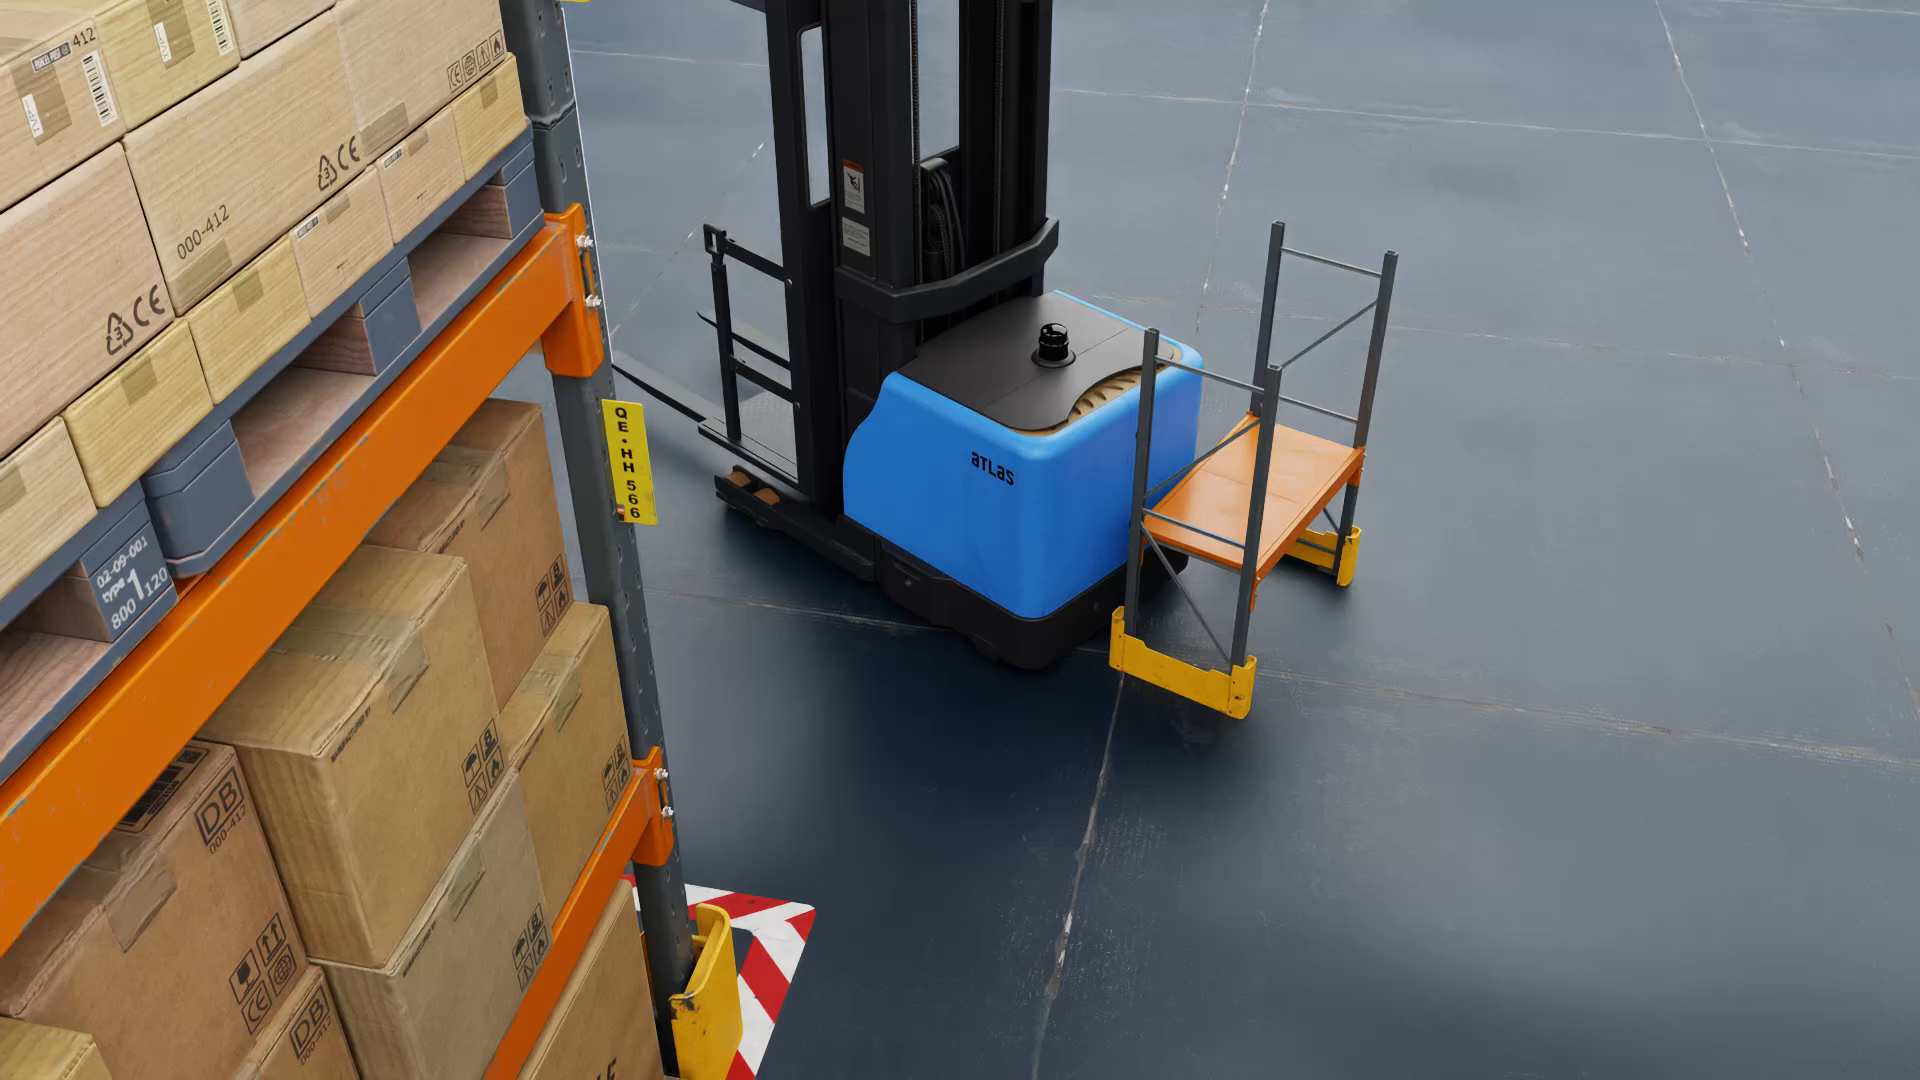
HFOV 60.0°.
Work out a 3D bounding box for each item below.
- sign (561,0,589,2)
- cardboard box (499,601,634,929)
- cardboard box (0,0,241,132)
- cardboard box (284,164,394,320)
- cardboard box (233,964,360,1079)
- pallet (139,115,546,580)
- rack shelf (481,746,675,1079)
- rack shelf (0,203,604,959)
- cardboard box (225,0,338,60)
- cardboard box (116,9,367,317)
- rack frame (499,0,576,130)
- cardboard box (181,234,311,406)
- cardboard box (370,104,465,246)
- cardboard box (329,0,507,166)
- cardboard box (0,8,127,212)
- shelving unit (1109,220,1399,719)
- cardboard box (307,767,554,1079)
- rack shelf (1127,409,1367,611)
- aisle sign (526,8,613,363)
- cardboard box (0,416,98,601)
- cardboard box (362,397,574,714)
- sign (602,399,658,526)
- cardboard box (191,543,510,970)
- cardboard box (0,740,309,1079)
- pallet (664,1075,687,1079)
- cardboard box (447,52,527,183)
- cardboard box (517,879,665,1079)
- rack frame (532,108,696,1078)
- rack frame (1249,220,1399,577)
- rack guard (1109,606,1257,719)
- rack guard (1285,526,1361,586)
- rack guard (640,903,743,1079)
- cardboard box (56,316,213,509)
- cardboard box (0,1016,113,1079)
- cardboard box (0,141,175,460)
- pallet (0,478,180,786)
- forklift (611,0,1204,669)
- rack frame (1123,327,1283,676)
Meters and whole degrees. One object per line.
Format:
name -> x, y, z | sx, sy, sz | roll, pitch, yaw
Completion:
sign -> -0.745, -1.148, 3.034 | 0.100, 0.325, 0.005 | 7, 37, 10
cardboard box -> -1.307, 0.475, 3.911 | 0.875, 0.550, 0.550 | 7, 37, 10
cardboard box -> -1.176, -0.655, 2.133 | 0.380, 0.149, 0.250 | 8, 37, 11
cardboard box -> -1.121, -0.481, 2.573 | 0.380, 0.149, 0.250 | 8, 37, 11
cardboard box -> -1.646, 1.099, 3.050 | 0.875, 0.550, 0.550 | 7, 37, 10
pallet -> -1.421, -0.435, 2.813 | 1.003, 0.211, 1.213 | 7, 37, 10
rack shelf -> -1.699, 1.755, 2.885 | 1.077, 0.370, 4.000 | 7, 37, 10
rack shelf -> -1.699, 0.541, 2.005 | 1.077, 0.370, 4.000 | 7, 37, 10
cardboard box -> -1.122, -0.803, 2.338 | 0.380, 0.149, 0.250 | 8, 37, 11
cardboard box -> -1.211, -0.565, 2.349 | 0.500, 0.250, 0.500 | 7, 37, 10
rack frame -> -1.272, -2.112, 2.495 | 1.000, 3.000, 0.127 | 7, 37, 10
cardboard box -> -1.176, -0.336, 2.373 | 0.380, 0.149, 0.250 | 8, 37, 10
cardboard box -> -1.067, -0.628, 2.776 | 0.380, 0.149, 0.250 | 8, 37, 10
cardboard box -> -1.104, -0.852, 2.744 | 0.500, 0.250, 0.500 | 8, 37, 11
cardboard box -> -1.231, -0.512, 1.935 | 0.380, 0.149, 0.250 | 7, 37, 10
shelving unit -> 1.124, -0.281, 6.360 | 0.587, 1.500, 1.083 | 21, 41, 27
cardboard box -> -1.403, 0.793, 3.472 | 0.875, 0.550, 0.550 | 7, 37, 10
rack shelf -> 1.129, -0.140, 6.471 | 0.538, 0.185, 1.000 | 21, 41, 27
aisle sign -> -0.964, -0.738, 3.497 | 0.394, 0.787, 0.004 | 7, 37, 10
cardboard box -> -1.284, -0.044, 1.970 | 0.380, 0.149, 0.250 | 8, 37, 10
cardboard box -> -1.389, 0.027, 3.608 | 0.875, 0.550, 0.550 | 7, 37, 10
sign -> -0.745, -0.171, 3.742 | 0.100, 0.325, 0.005 | 7, 37, 10
cardboard box -> -1.417, 0.354, 3.157 | 0.875, 0.550, 0.550 | 7, 37, 10
cardboard box -> -1.669, 0.658, 2.738 | 0.875, 0.550, 0.550 | 7, 37, 10
pallet -> -1.367, 1.915, 4.428 | 1.003, 0.211, 1.213 | 7, 37, 10
cardboard box -> -1.012, -0.773, 2.975 | 0.380, 0.149, 0.250 | 7, 37, 10
cardboard box -> -1.353, 1.405, 4.208 | 0.875, 0.875, 0.875 | 8, 37, 10
rack frame -> -1.272, 0.318, 4.256 | 1.000, 3.000, 0.127 | 7, 37, 10
rack frame -> 1.411, -0.534, 6.708 | 0.500, 1.500, 0.032 | 21, 41, 27
rack guard -> 0.848, 0.468, 6.391 | 0.587, 0.250, 0.087 | 21, 41, 27
rack guard -> 1.400, -0.018, 7.062 | 0.587, 0.250, 0.087 | 21, 41, 27
rack guard -> -1.267, 1.316, 5.008 | 1.175, 0.500, 0.348 | 7, 37, 10
cardboard box -> -1.230, -0.189, 2.170 | 0.380, 0.149, 0.250 | 7, 36, 9
cardboard box -> -1.655, 0.978, 2.296 | 0.875, 0.550, 0.500 | 7, 37, 10
cardboard box -> -1.320, -0.277, 1.952 | 0.500, 0.250, 0.500 | 7, 37, 10
pallet -> -1.679, 0.267, 1.845 | 1.003, 0.211, 1.213 | 7, 37, 10
forklift -> -0.449, -1.441, 6.741 | 3.031, 2.935, 1.130 | 30, 45, 34
rack frame -> 0.847, -0.037, 6.023 | 0.500, 1.500, 0.032 | 21, 41, 27
